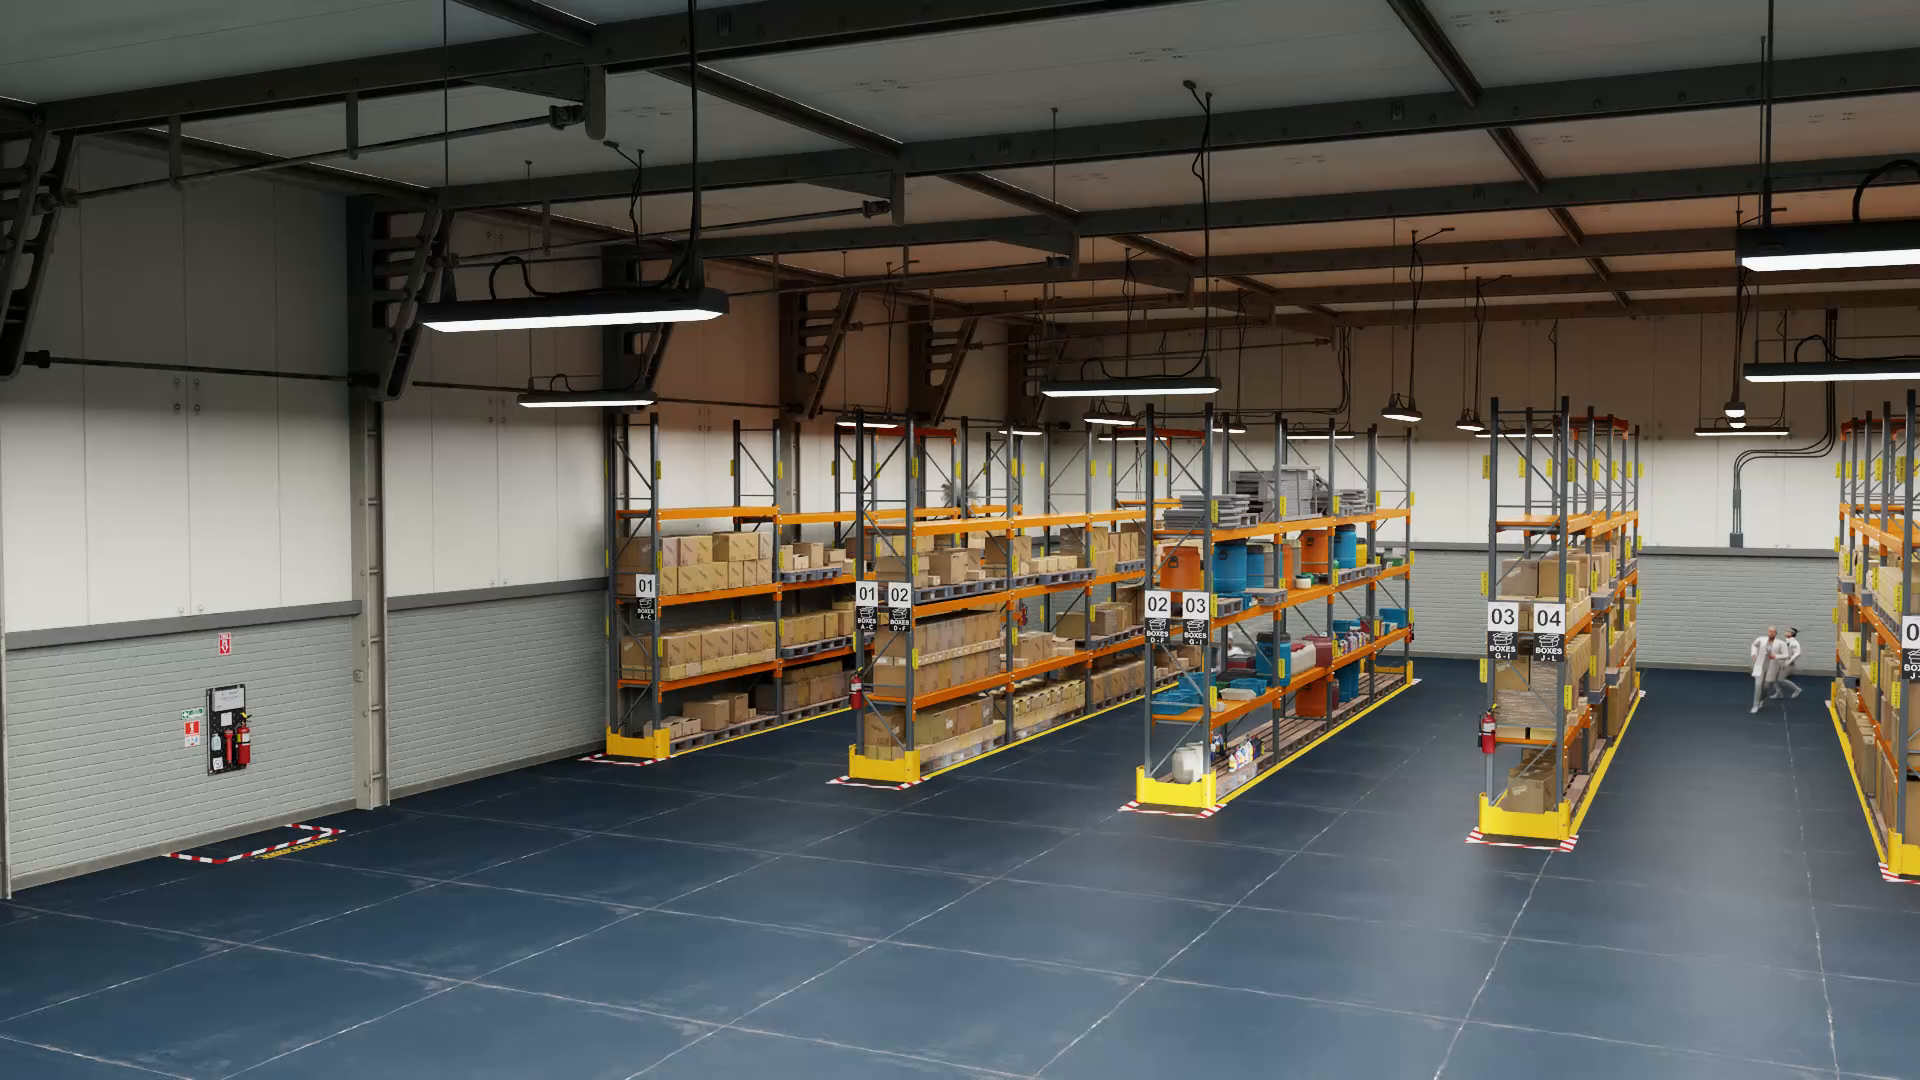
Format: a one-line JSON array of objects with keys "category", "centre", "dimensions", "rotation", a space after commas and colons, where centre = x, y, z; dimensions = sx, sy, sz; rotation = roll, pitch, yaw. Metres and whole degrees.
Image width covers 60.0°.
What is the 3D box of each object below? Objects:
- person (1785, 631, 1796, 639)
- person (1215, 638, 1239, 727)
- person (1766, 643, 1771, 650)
[{"category": "person", "centre": [18.067, 2.077, 36.172], "dimensions": [0.228, 0.350, 0.277], "rotation": [0, 2, 10]}, {"category": "person", "centre": [5.283, 2.739, 32.703], "dimensions": [0.672, 1.769, 0.848], "rotation": [1, 3, 27]}, {"category": "person", "centre": [16.722, 2.203, 34.379], "dimensions": [0.088, 0.148, 0.081], "rotation": [1, 3, 30]}]
